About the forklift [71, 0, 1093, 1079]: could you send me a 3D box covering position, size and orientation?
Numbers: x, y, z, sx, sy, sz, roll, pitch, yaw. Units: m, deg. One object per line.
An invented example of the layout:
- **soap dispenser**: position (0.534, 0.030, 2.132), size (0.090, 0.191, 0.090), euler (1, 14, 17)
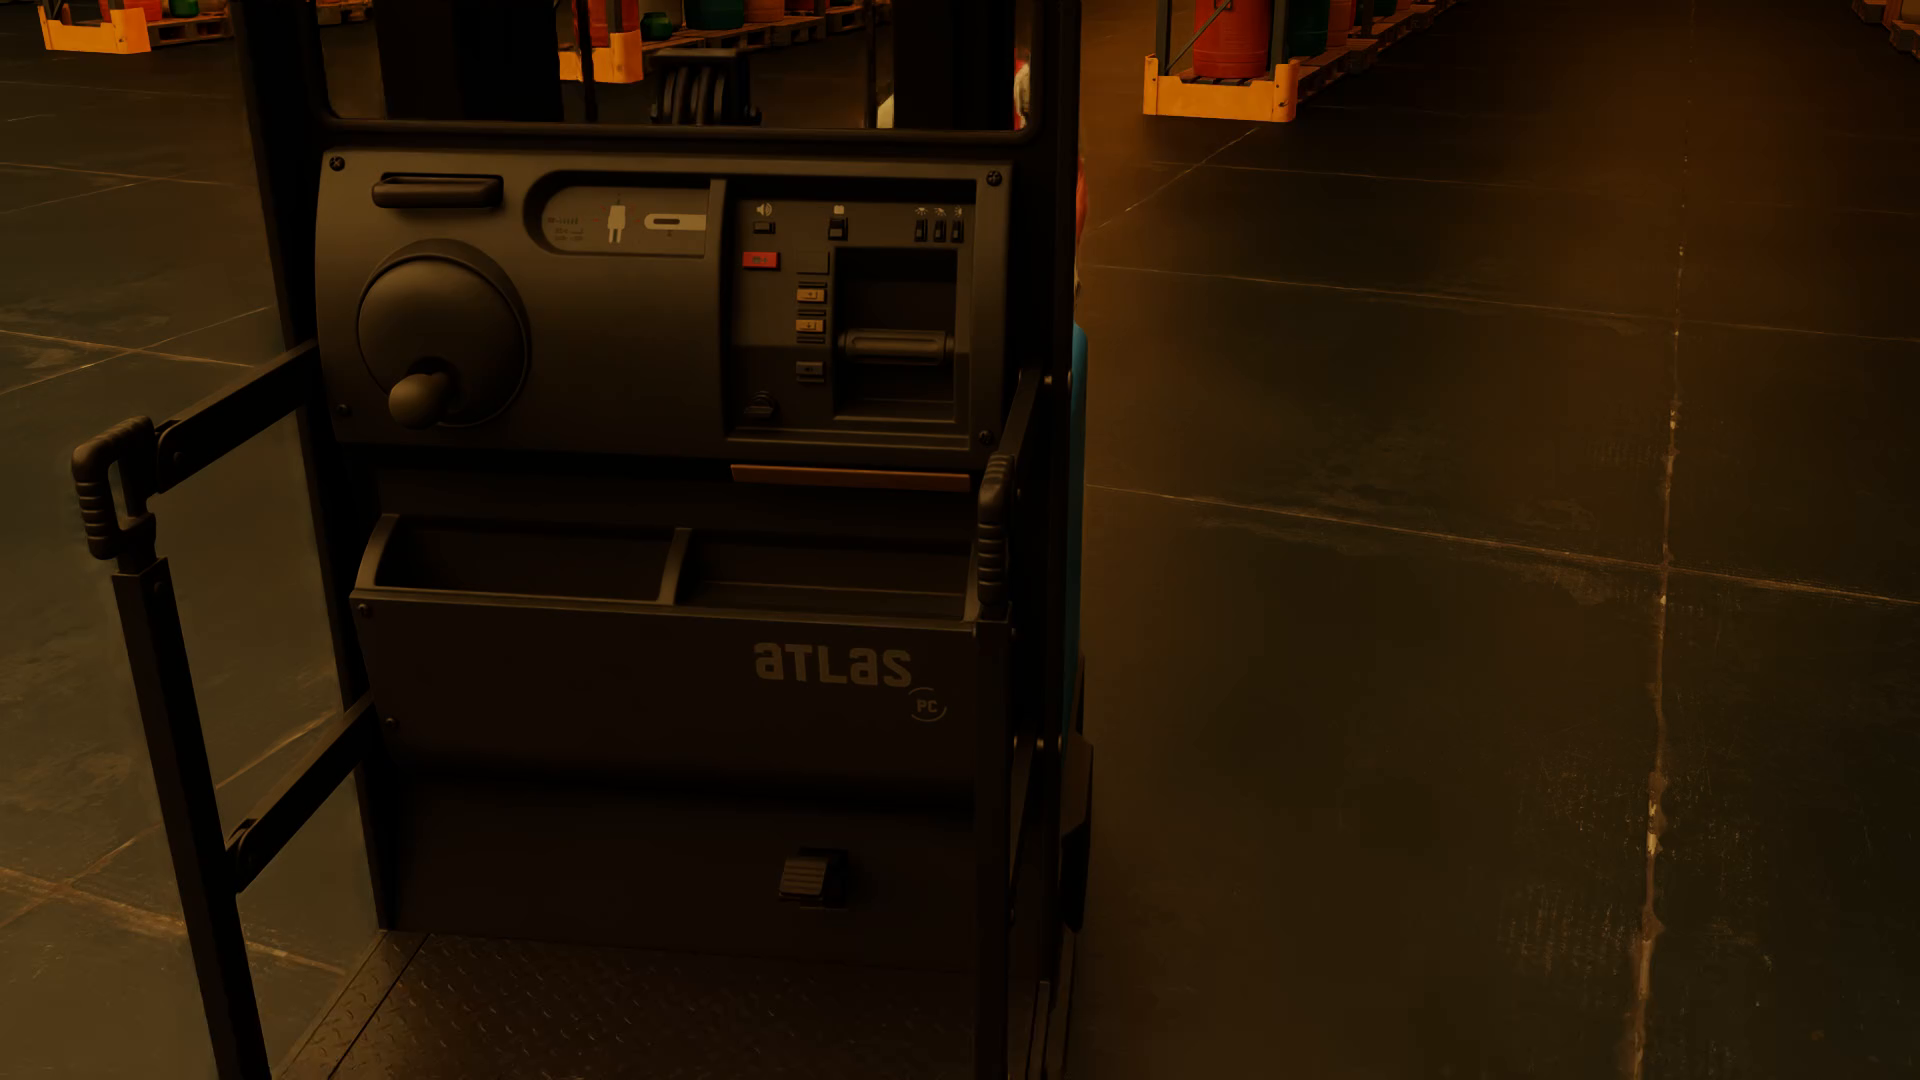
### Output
- **forklift**: position (-0.421, -0.293, 1.994), size (1.130, 2.935, 3.031), euler (3, 23, 7)

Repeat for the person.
- **person**: position (-0.052, -0.713, 4.605), size (0.811, 1.699, 0.561), euler (6, 23, 13)
